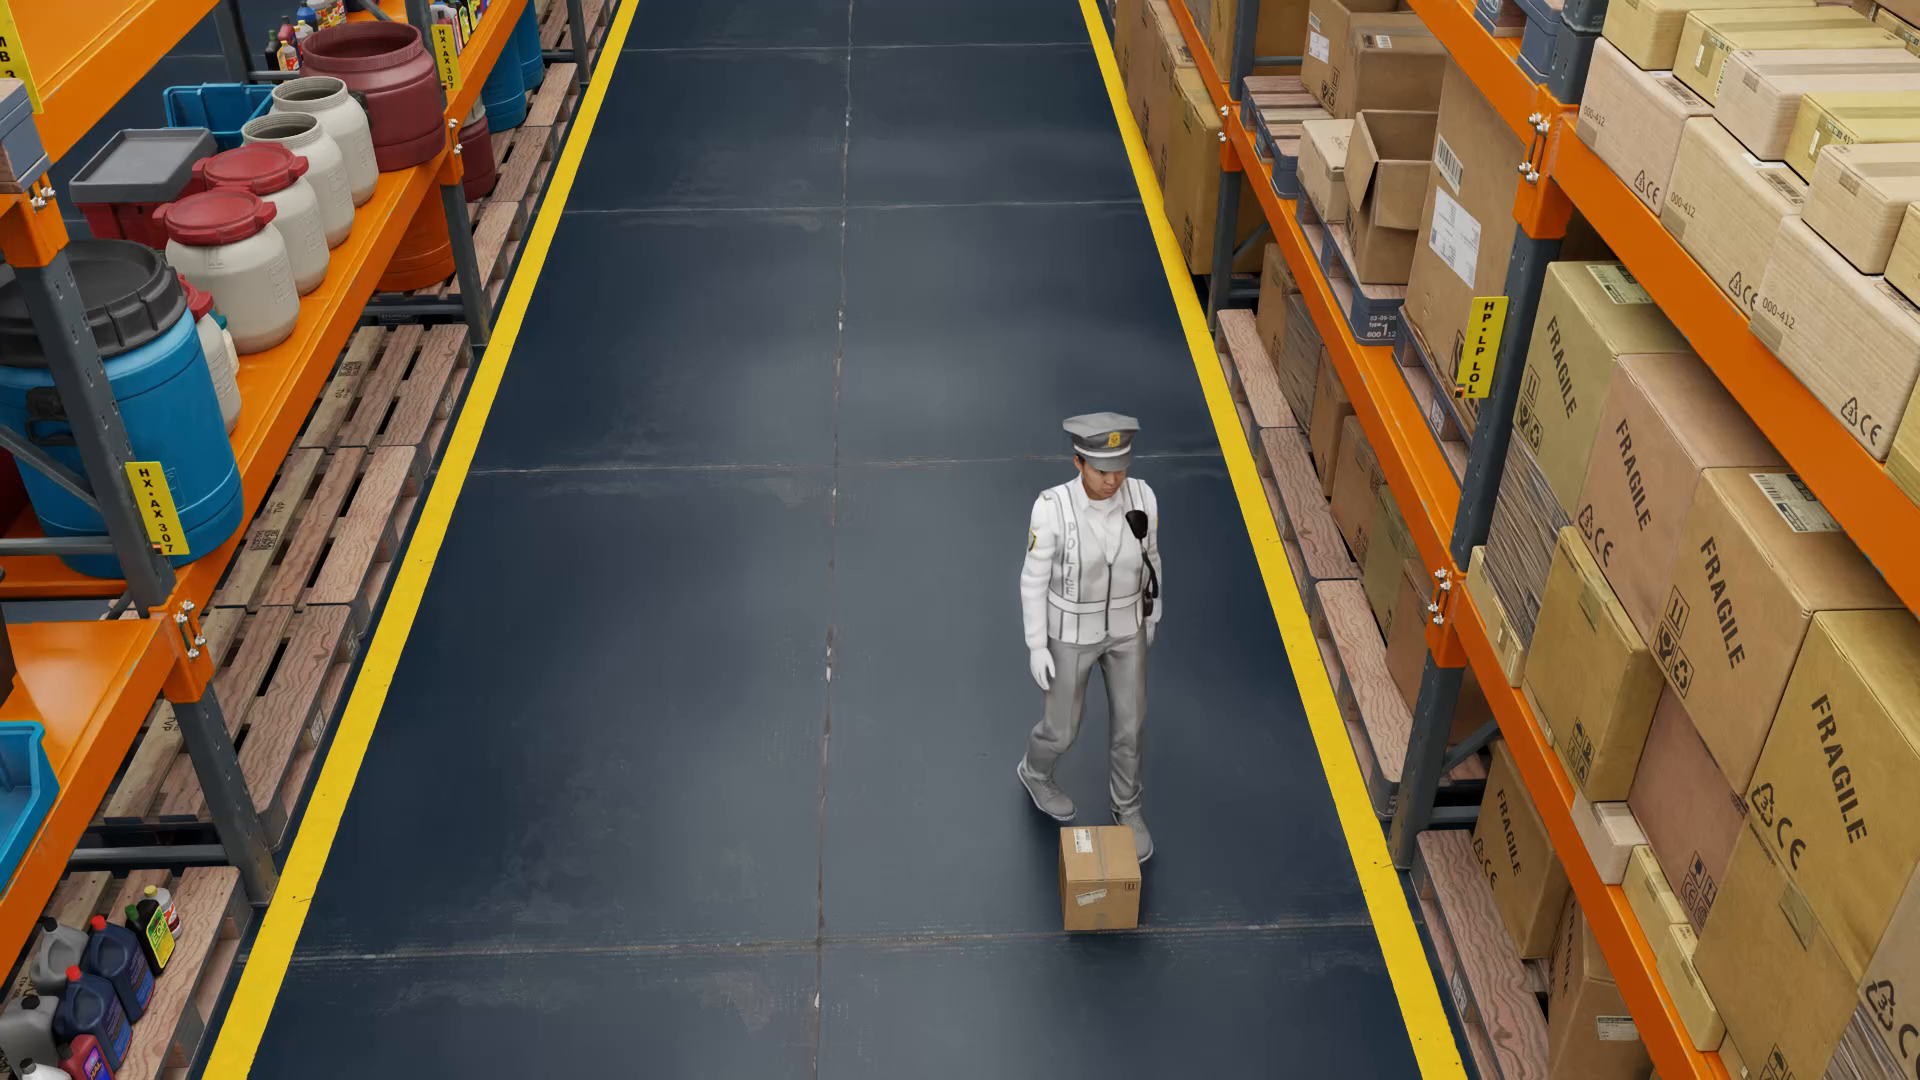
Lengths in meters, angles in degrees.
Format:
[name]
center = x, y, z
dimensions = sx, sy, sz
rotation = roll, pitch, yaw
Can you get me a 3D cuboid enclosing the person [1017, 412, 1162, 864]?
[person]
center = 0.481, 0.352, 5.660
dimensions = 0.509, 1.689, 0.541
rotation = -9, 36, -13
